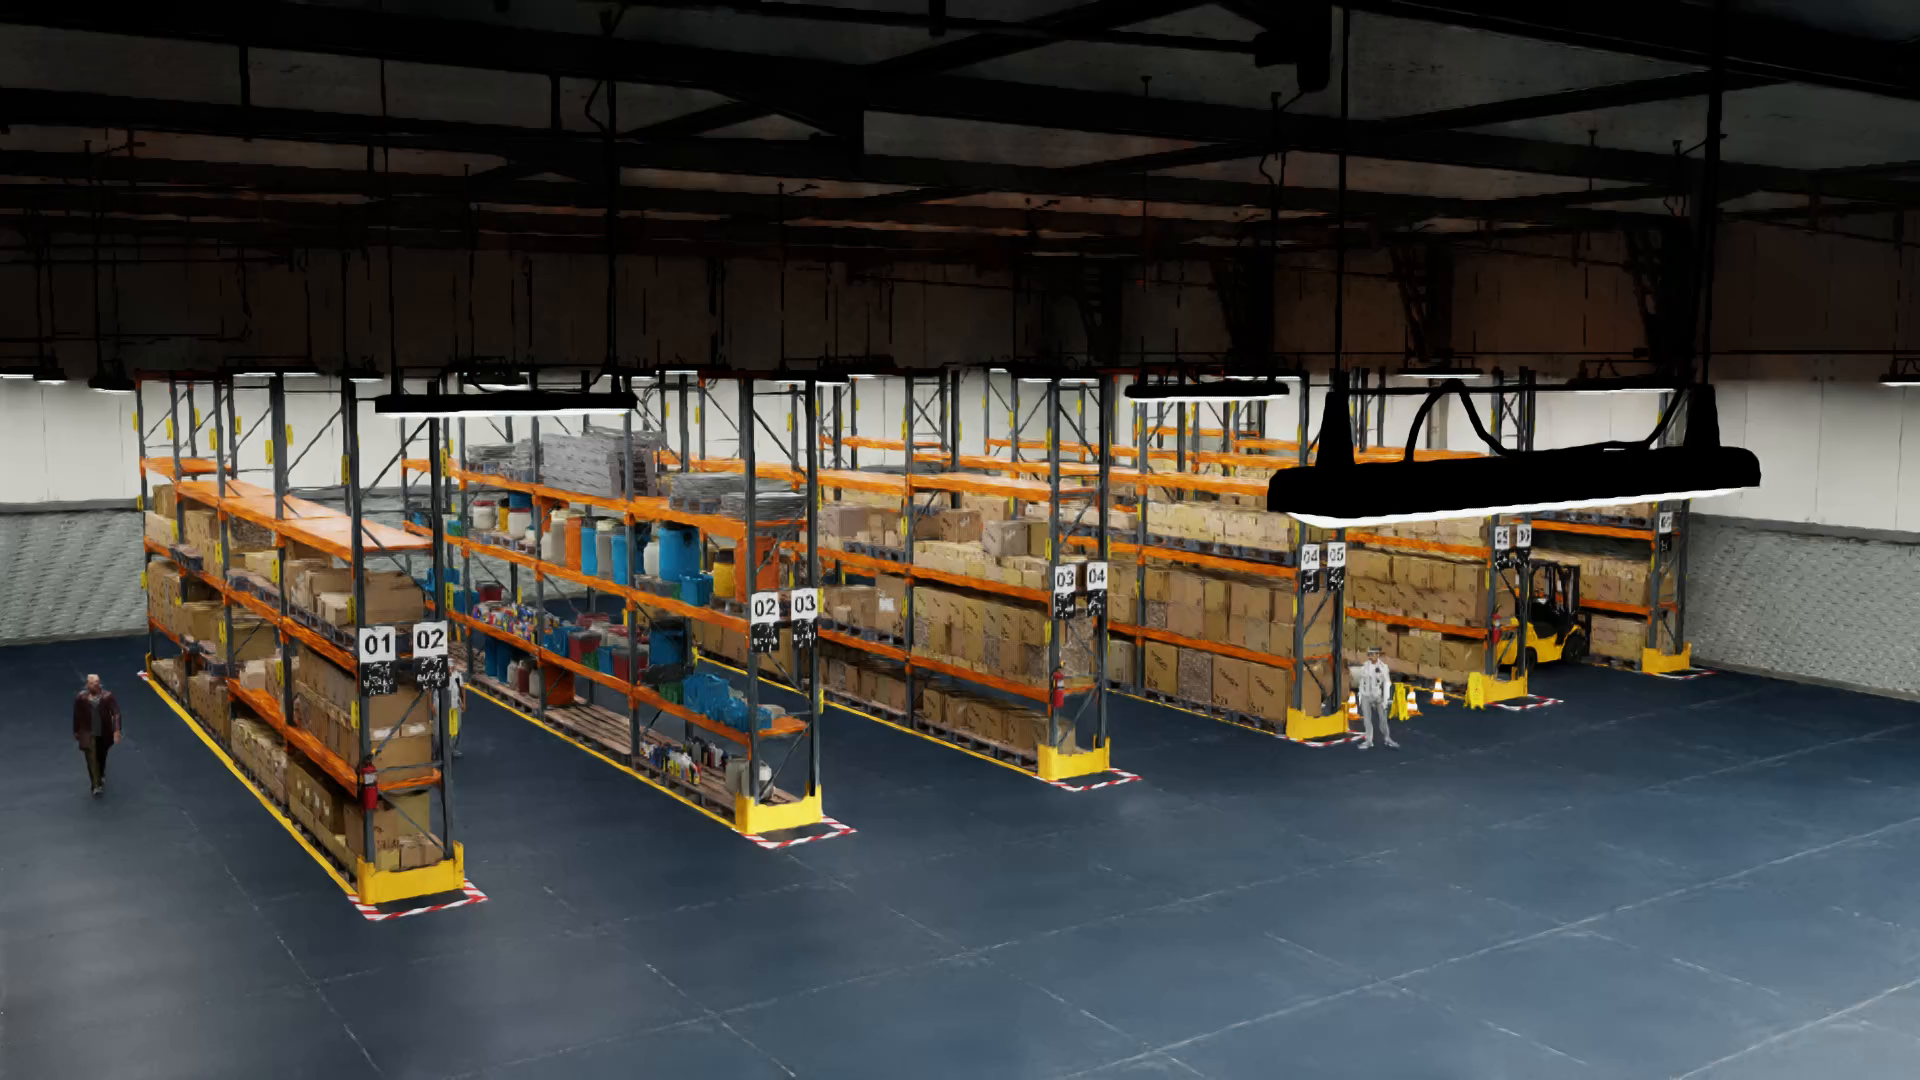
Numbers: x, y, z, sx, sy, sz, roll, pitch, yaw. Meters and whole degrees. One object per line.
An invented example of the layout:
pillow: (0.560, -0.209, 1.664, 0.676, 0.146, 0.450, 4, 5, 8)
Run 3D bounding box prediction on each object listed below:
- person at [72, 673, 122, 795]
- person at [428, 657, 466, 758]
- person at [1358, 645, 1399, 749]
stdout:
person: (-12.433, 2.768, 23.981, 0.600, 1.725, 1.111, -5, 8, -35)
person: (-8.019, 2.610, 25.995, 0.625, 1.611, 0.582, -5, 8, -35)
person: (6.700, 2.509, 26.641, 0.658, 1.668, 0.460, 4, 7, 29)
